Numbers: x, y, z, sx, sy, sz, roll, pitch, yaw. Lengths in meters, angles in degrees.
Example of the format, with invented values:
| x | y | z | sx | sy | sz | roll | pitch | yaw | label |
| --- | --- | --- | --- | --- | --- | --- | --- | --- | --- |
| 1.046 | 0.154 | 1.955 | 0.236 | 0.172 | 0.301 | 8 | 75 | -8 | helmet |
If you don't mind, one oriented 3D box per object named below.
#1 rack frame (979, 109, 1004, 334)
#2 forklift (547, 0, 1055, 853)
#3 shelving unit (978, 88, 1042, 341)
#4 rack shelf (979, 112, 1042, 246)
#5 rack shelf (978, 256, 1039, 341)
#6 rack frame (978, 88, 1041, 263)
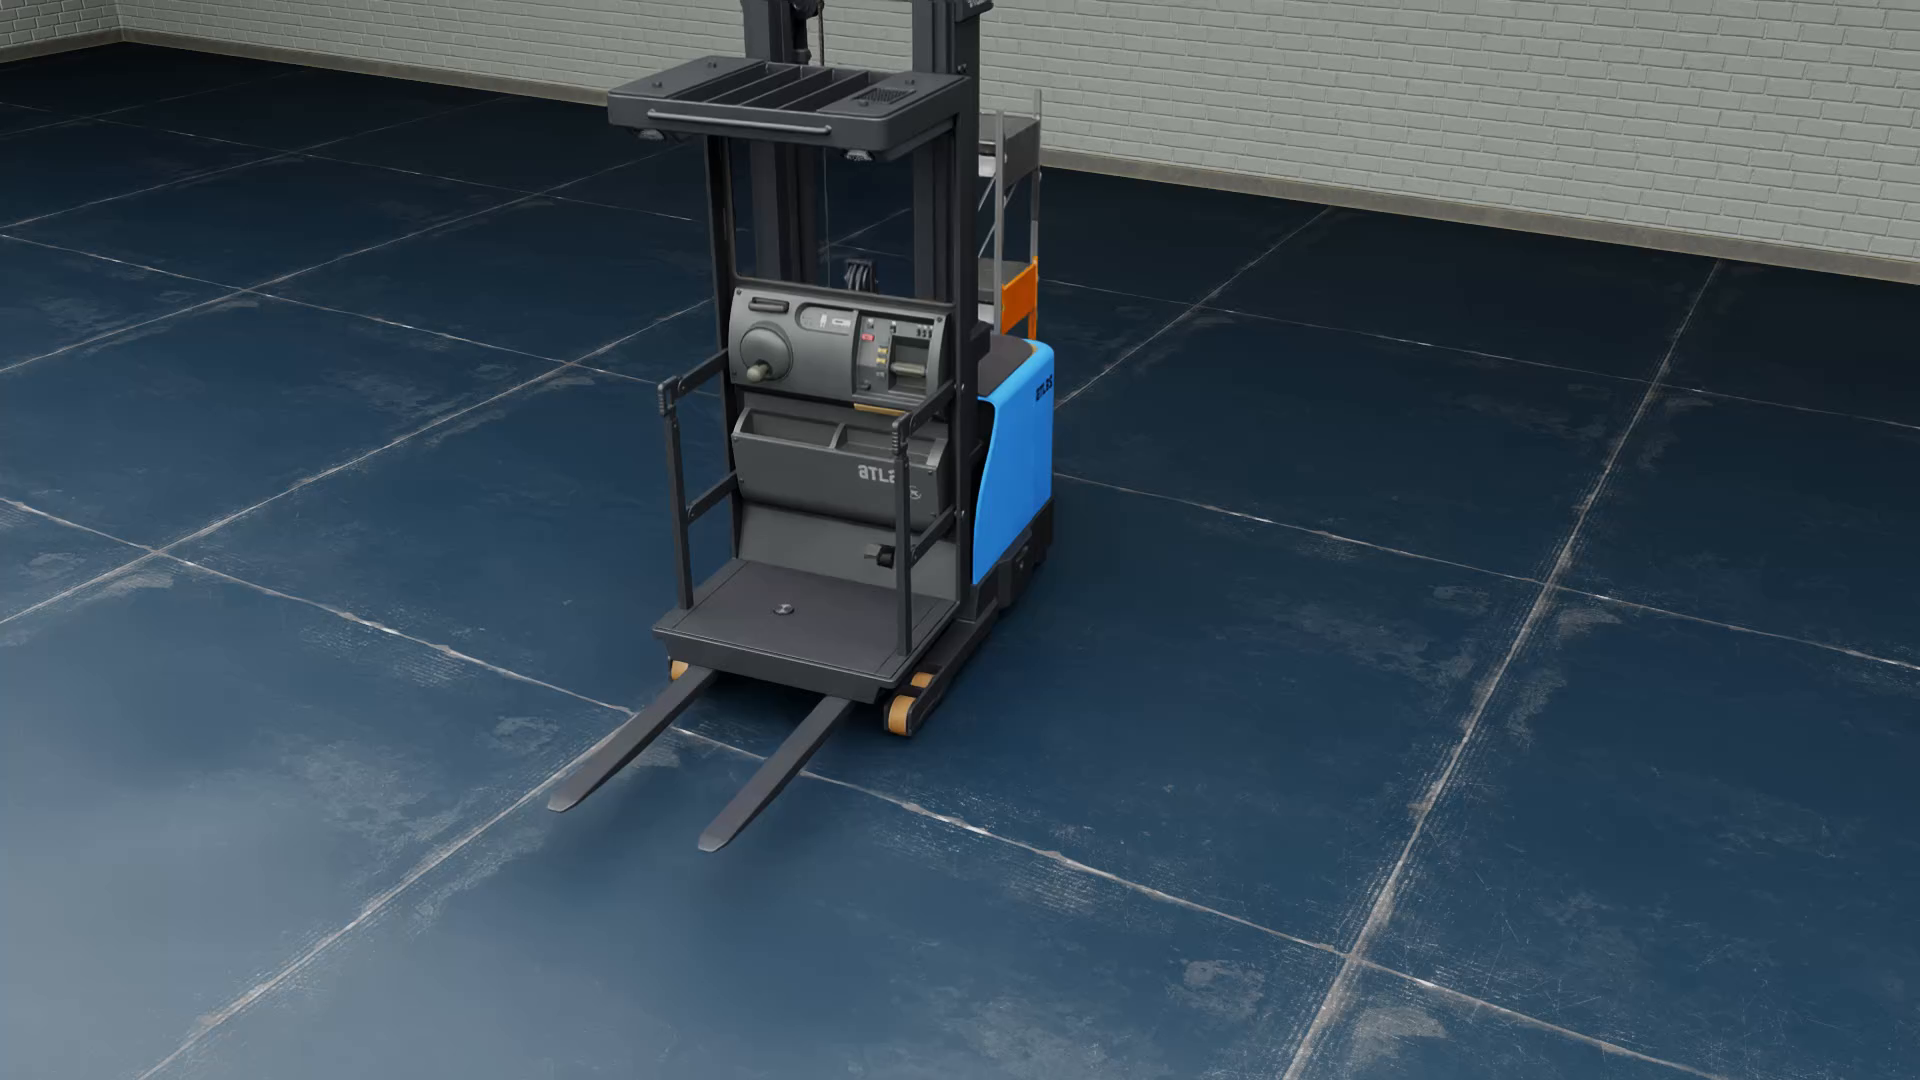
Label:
| x | y | z | sx | sy | sz | roll | pitch | yaw | label |
| --- | --- | --- | --- | --- | --- | --- | --- | --- | --- |
| 0.008 | -1.001 | 7.903 | 0.400 | 2.100 | 0.015 | 10 | 28 | 20 | rack frame |
| -0.575 | -0.736 | 6.447 | 1.130 | 2.935 | 3.031 | 10 | 28 | 20 | forklift |
| 0.100 | -1.102 | 8.105 | 0.431 | 2.100 | 0.503 | 10 | 28 | 20 | shelving unit |
| 0.100 | -1.716 | 7.798 | 0.431 | 0.518 | 0.480 | 10 | 28 | 20 | rack shelf |
| 0.100 | -1.090 | 8.111 | 0.431 | 0.518 | 0.480 | 10 | 28 | 20 | rack shelf |
| 0.193 | -1.203 | 8.307 | 0.400 | 2.100 | 0.015 | 10 | 28 | 20 | rack frame |
